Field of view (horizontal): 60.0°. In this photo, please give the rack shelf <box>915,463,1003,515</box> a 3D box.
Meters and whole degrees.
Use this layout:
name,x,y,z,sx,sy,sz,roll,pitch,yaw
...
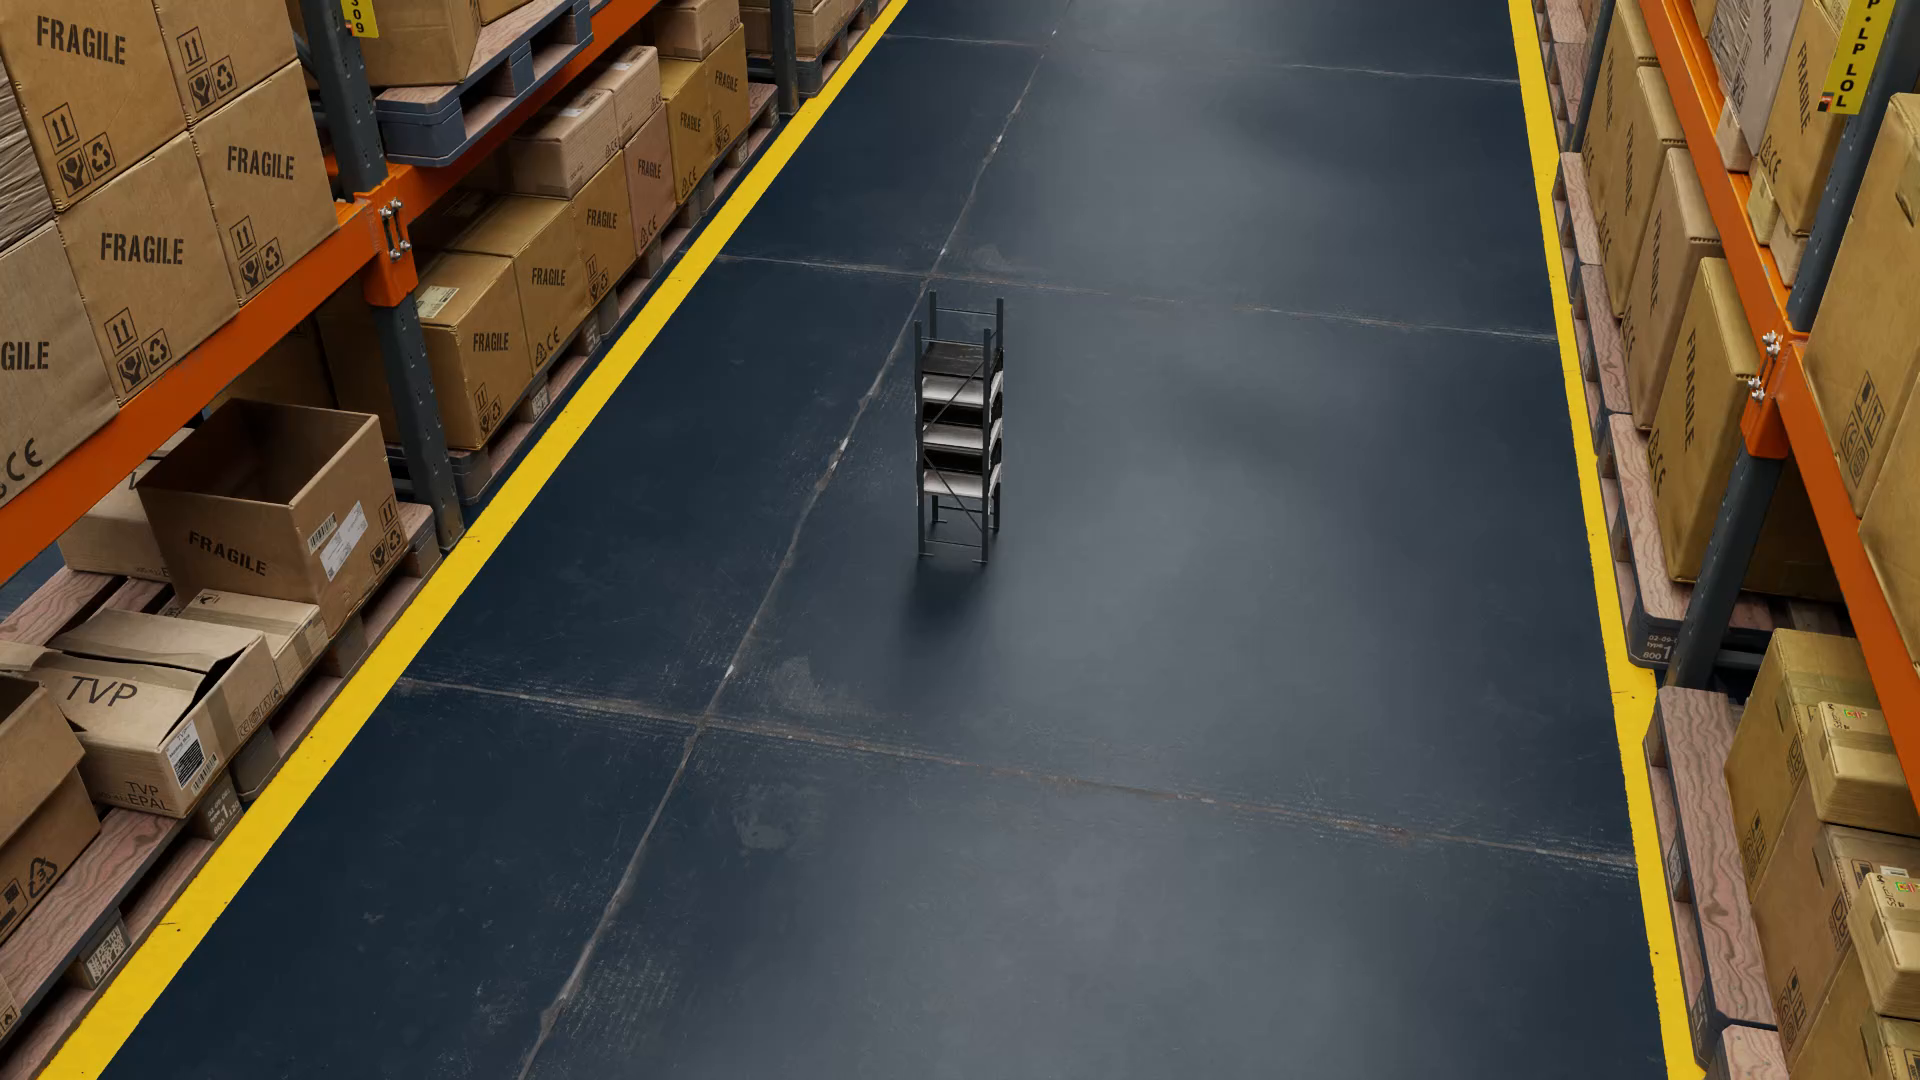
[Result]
name,x,y,z,sx,sy,sz,roll,pitch,yaw
rack shelf,-0.002,-0.187,5.605,0.258,0.077,0.200,7,37,10

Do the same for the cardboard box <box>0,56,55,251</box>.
name,x,y,z,sx,sy,sz,roll,pitch,yaw
cardboard box,-2.289,-0.807,3.370,0.500,0.500,0.500,8,37,10

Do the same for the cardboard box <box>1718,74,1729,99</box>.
name,x,y,z,sx,sy,sz,roll,pitch,yaw
cardboard box,2.731,-1.506,5.469,0.380,0.149,0.250,6,36,9

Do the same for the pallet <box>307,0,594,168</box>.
name,x,y,z,sx,sy,sz,roll,pitch,yaw
pallet,-1.942,-1.633,5.611,1.003,0.211,1.213,7,37,10

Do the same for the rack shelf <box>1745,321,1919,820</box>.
name,x,y,z,sx,sy,sz,roll,pitch,yaw
rack shelf,2.194,0.790,2.717,1.077,0.370,4.000,7,37,10

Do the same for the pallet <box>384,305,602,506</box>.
name,x,y,z,sx,sy,sz,roll,pitch,yaw
pallet,-2.082,-0.608,6.410,1.003,0.211,1.213,7,37,10

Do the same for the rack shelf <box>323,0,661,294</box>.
name,x,y,z,sx,sy,sz,roll,pitch,yaw
rack shelf,-1.792,-2.122,6.735,1.077,0.370,4.000,7,37,10

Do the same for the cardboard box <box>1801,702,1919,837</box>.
name,x,y,z,sx,sy,sz,roll,pitch,yaw
cardboard box,2.110,0.521,3.694,0.380,0.149,0.250,8,37,12

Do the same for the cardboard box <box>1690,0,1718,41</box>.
name,x,y,z,sx,sy,sz,roll,pitch,yaw
cardboard box,2.790,-1.981,5.571,0.500,0.500,0.500,8,37,11

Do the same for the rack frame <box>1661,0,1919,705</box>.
name,x,y,z,sx,sy,sz,roll,pitch,yaw
rack frame,2.621,-0.648,4.088,1.000,3.000,0.127,7,37,10

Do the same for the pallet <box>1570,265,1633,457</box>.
name,x,y,z,sx,sy,sz,roll,pitch,yaw
pallet,2.971,-0.672,6.497,1.003,0.211,1.213,7,37,10

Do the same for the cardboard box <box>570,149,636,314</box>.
name,x,y,z,sx,sy,sz,roll,pitch,yaw
cardboard box,-1.661,-1.272,6.704,0.500,0.500,0.500,8,37,11

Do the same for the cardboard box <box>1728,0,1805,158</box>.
name,x,y,z,sx,sy,sz,roll,pitch,yaw
cardboard box,2.573,-1.407,4.779,0.500,0.500,0.500,8,37,10

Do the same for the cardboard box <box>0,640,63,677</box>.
name,x,y,z,sx,sy,sz,roll,pitch,yaw
cardboard box,-2.695,0.413,4.663,0.380,0.166,0.250,7,37,10

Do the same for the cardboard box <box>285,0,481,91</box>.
name,x,y,z,sx,sy,sz,roll,pitch,yaw
cardboard box,-1.899,-1.721,5.125,0.700,0.500,0.500,-4,36,-6

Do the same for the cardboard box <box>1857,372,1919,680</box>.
name,x,y,z,sx,sy,sz,roll,pitch,yaw
cardboard box,2.328,-0.042,2.997,0.980,0.700,0.700,6,36,9

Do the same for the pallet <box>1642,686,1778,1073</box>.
name,x,y,z,sx,sy,sz,roll,pitch,yaw
pallet,2.382,0.908,4.318,1.003,0.211,1.213,7,37,10

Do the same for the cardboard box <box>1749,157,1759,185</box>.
name,x,y,z,sx,sy,sz,roll,pitch,yaw
cardboard box,2.547,-1.074,4.873,0.380,0.149,0.250,8,37,11

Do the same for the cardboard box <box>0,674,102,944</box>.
name,x,y,z,sx,sy,sz,roll,pitch,yaw
cardboard box,-2.615,0.644,4.058,0.797,0.503,0.637,7,37,10

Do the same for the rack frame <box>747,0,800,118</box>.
name,x,y,z,sx,sy,sz,roll,pitch,yaw
rack frame,-1.365,-3.560,8.105,1.000,3.000,0.127,7,37,10

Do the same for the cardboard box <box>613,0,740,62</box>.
name,x,y,z,sx,sy,sz,roll,pitch,yaw
cardboard box,-1.343,-2.431,7.664,0.500,0.250,0.500,9,37,12

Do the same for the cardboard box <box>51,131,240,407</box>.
name,x,y,z,sx,sy,sz,roll,pitch,yaw
cardboard box,-2.184,-0.693,4.064,0.500,0.500,0.500,8,37,11

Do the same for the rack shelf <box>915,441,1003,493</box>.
name,x,y,z,sx,sy,sz,roll,pitch,yaw
rack shelf,-0.002,-0.260,5.552,0.258,0.077,0.200,7,37,10

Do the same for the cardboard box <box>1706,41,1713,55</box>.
name,x,y,z,sx,sy,sz,roll,pitch,yaw
cardboard box,2.862,-1.807,5.884,0.380,0.149,0.250,8,37,10

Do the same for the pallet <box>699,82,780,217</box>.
name,x,y,z,sx,sy,sz,roll,pitch,yaw
pallet,-1.561,-2.007,8.340,1.003,0.211,1.213,7,37,10

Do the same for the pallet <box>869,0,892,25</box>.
name,x,y,z,sx,sy,sz,roll,pitch,yaw
pallet,-0.888,-3.595,10.530,1.003,0.211,1.213,7,37,10

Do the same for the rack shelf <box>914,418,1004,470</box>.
name,x,y,z,sx,sy,sz,roll,pitch,yaw
rack shelf,-0.002,-0.333,5.499,0.258,0.077,0.200,7,37,10

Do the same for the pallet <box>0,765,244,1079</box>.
name,x,y,z,sx,sy,sz,roll,pitch,yaw
pallet,-2.625,0.958,4.249,1.003,0.211,1.213,7,37,10

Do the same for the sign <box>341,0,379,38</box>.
name,x,y,z,sx,sy,sz,roll,pitch,yaw
sign,-1.687,-1.553,4.600,0.100,0.325,0.005,7,37,10

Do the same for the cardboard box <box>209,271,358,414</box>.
name,x,y,z,sx,sy,sz,roll,pitch,yaw
cardboard box,-2.394,-0.751,5.986,0.500,0.500,0.500,7,37,10

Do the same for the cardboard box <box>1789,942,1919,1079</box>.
name,x,y,z,sx,sy,sz,roll,pitch,yaw
cardboard box,2.139,1.192,3.322,0.700,0.500,0.500,8,37,11

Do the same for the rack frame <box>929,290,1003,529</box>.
name,x,y,z,sx,sy,sz,roll,pitch,yaw
rack frame,0.020,-0.418,5.560,0.240,0.900,0.006,7,37,10

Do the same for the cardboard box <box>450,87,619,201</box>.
name,x,y,z,sx,sy,sz,roll,pitch,yaw
cardboard box,-1.664,-1.556,6.457,0.500,0.250,0.500,7,37,10

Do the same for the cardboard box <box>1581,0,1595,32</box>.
name,x,y,z,sx,sy,sz,roll,pitch,yaw
cardboard box,3.880,-3.095,9.220,0.700,0.500,0.500,7,37,10

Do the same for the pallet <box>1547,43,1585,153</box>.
name,x,y,z,sx,sy,sz,roll,pitch,yaw
pallet,3.644,-2.260,8.688,1.003,0.211,1.213,7,37,10

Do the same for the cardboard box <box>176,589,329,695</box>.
name,x,y,z,sx,sy,sz,roll,pitch,yaw
cardboard box,-2.085,0.294,4.842,0.380,0.149,0.250,7,37,10

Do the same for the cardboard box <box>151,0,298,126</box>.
name,x,y,z,sx,sy,sz,roll,pitch,yaw
cardboard box,-2.074,-1.389,4.174,0.500,0.500,0.500,7,37,10

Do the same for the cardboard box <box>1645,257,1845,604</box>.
name,x,y,z,sx,sy,sz,roll,pitch,yaw
cardboard box,2.633,-0.336,5.132,0.750,0.750,0.750,8,37,11

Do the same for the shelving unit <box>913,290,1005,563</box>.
name,x,y,z,sx,sy,sz,roll,pitch,yaw
shelving unit,-0.002,-0.360,5.480,0.258,0.900,0.210,7,37,10

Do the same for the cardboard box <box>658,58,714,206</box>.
name,x,y,z,sx,sy,sz,roll,pitch,yaw
cardboard box,-1.446,-1.863,7.520,0.500,0.500,0.500,6,36,8

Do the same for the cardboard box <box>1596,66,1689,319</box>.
name,x,y,z,sx,sy,sz,roll,pitch,yaw
cardboard box,2.997,-1.334,6.509,0.750,0.750,0.750,7,37,10

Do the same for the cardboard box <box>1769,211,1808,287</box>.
name,x,y,z,sx,sy,sz,roll,pitch,yaw
cardboard box,2.417,-0.783,4.472,0.380,0.149,0.250,8,37,10

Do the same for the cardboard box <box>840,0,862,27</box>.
name,x,y,z,sx,sy,sz,roll,pitch,yaw
cardboard box,-0.859,-3.168,9.550,0.500,0.250,0.500,6,36,9

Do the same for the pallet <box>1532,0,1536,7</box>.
name,x,y,z,sx,sy,sz,roll,pitch,yaw
pallet,4.165,-3.659,10.618,1.003,0.211,1.213,7,37,10

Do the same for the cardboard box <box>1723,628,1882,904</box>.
name,x,y,z,sx,sy,sz,roll,pitch,yaw
cardboard box,2.361,0.610,4.124,0.700,0.500,0.500,8,37,11

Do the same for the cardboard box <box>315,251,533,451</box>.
name,x,y,z,sx,sy,sz,roll,pitch,yaw
cardboard box,-1.878,-0.679,5.886,0.500,0.500,0.500,6,36,8
